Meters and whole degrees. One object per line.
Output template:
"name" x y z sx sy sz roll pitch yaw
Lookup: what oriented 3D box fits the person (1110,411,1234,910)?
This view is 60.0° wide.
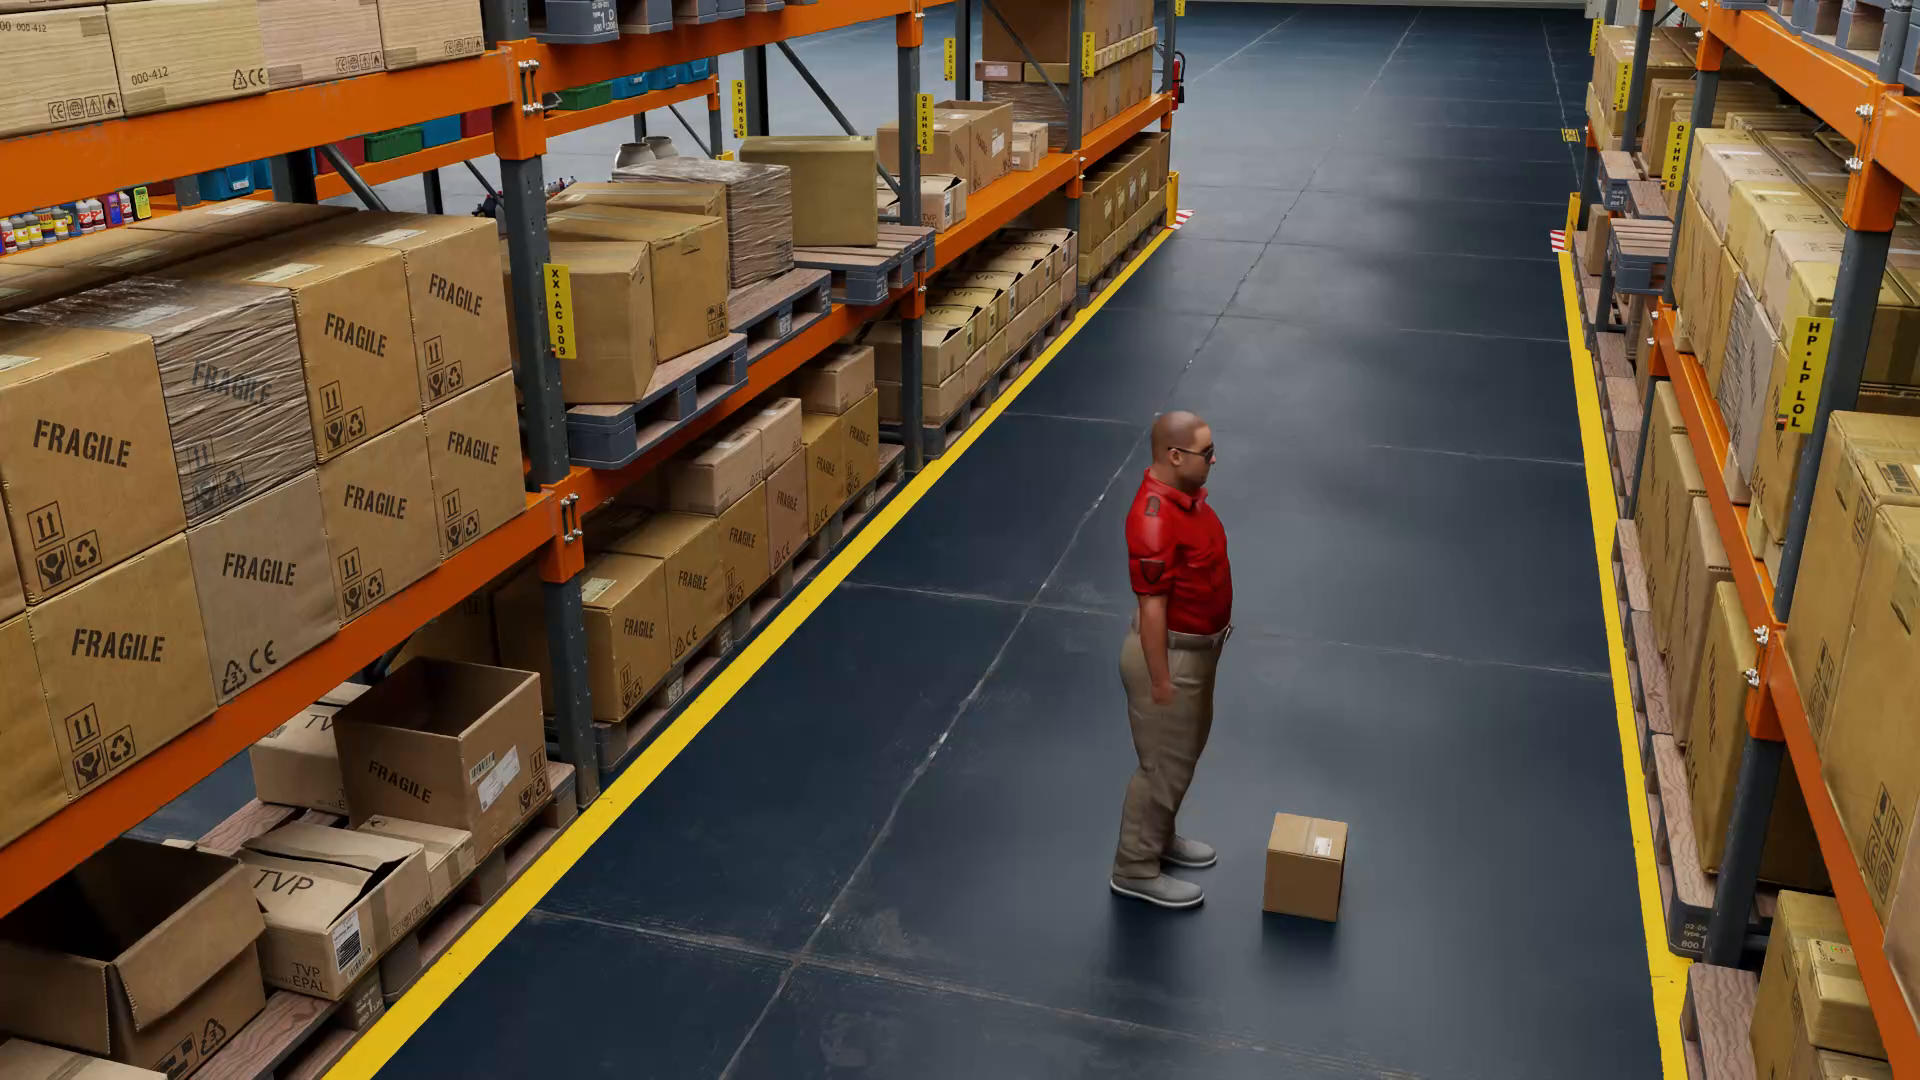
"person" 0.741 0.396 5.639 0.360 1.726 0.528 7 23 17
